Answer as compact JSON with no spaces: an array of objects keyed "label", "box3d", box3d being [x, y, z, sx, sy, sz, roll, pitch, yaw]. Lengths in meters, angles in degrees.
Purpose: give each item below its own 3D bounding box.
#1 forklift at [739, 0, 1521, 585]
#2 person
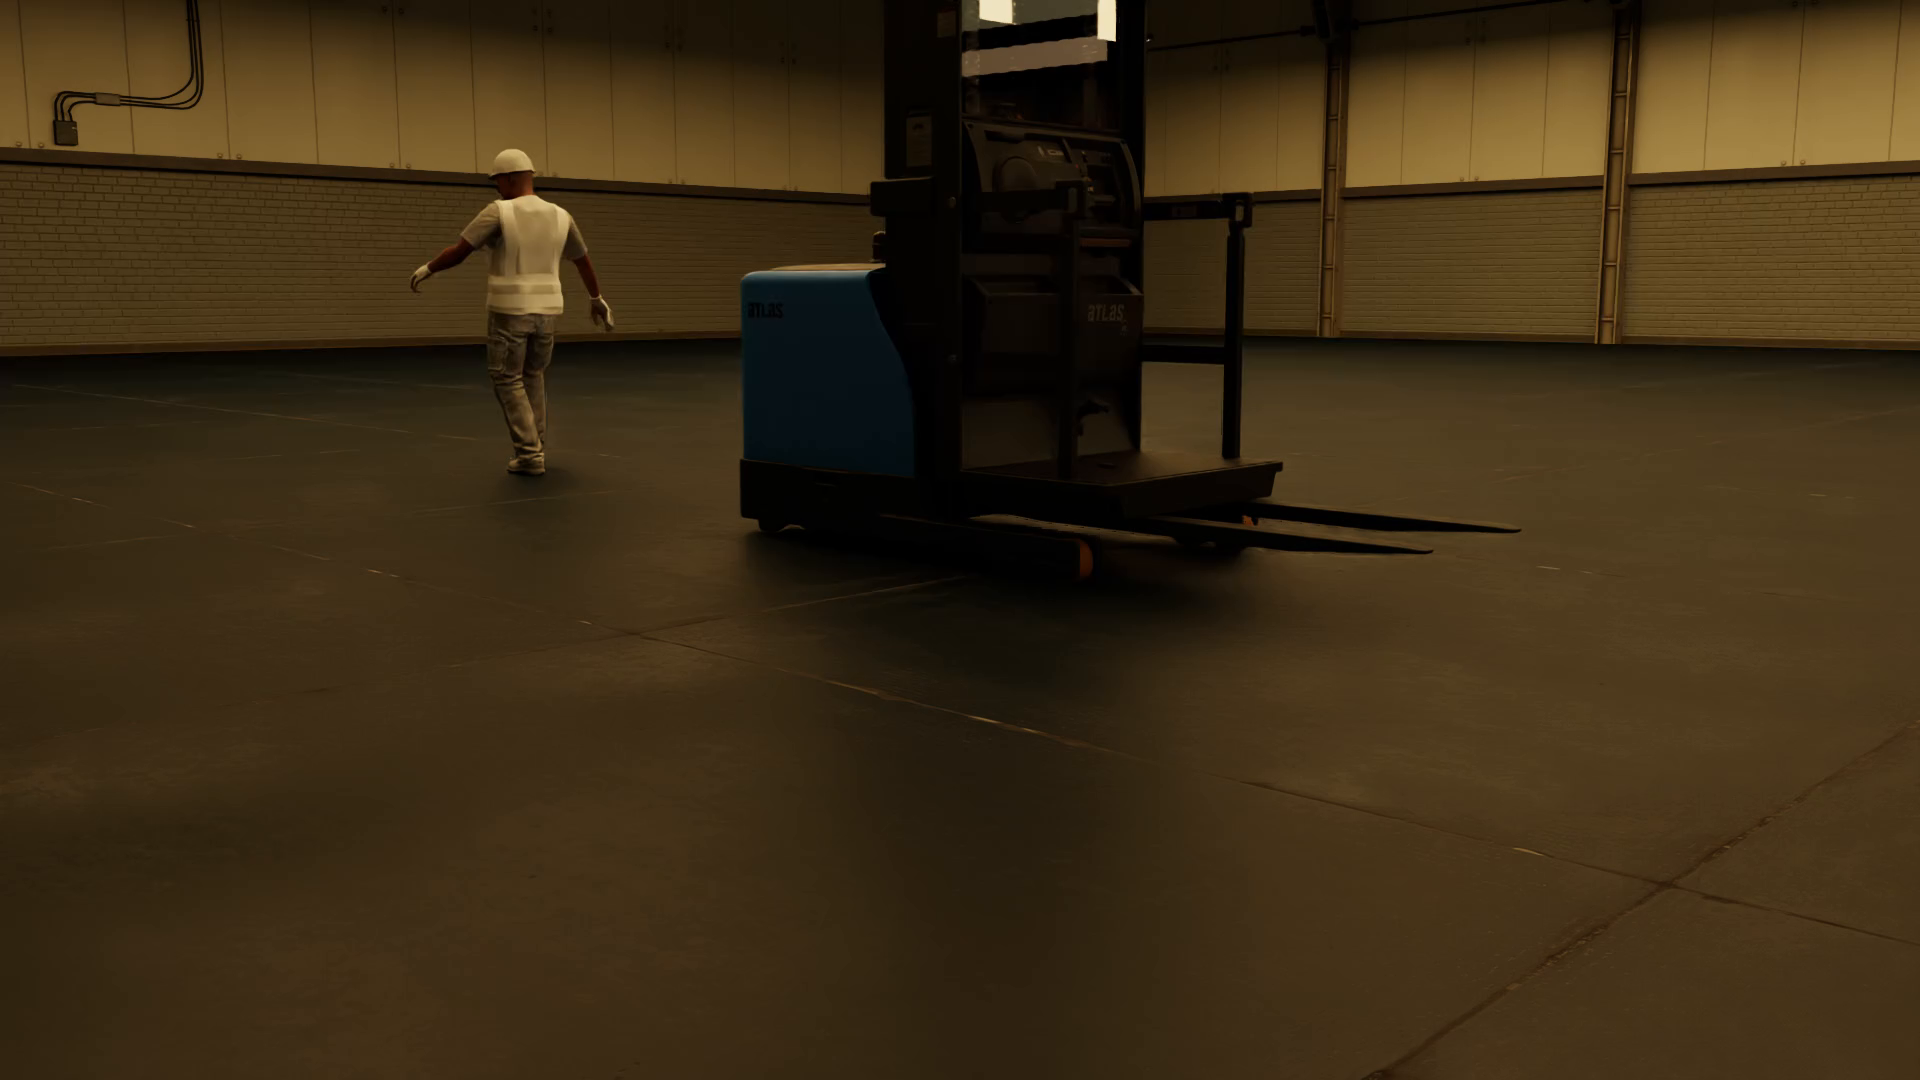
[{"label":"forklift","box3d":[0.511,-1.382,6.055,3.031,2.935,1.130,8,12,42]},{"label":"person","box3d":[-2.454,-1.247,9.227,0.660,1.786,1.046,8,12,44]}]
